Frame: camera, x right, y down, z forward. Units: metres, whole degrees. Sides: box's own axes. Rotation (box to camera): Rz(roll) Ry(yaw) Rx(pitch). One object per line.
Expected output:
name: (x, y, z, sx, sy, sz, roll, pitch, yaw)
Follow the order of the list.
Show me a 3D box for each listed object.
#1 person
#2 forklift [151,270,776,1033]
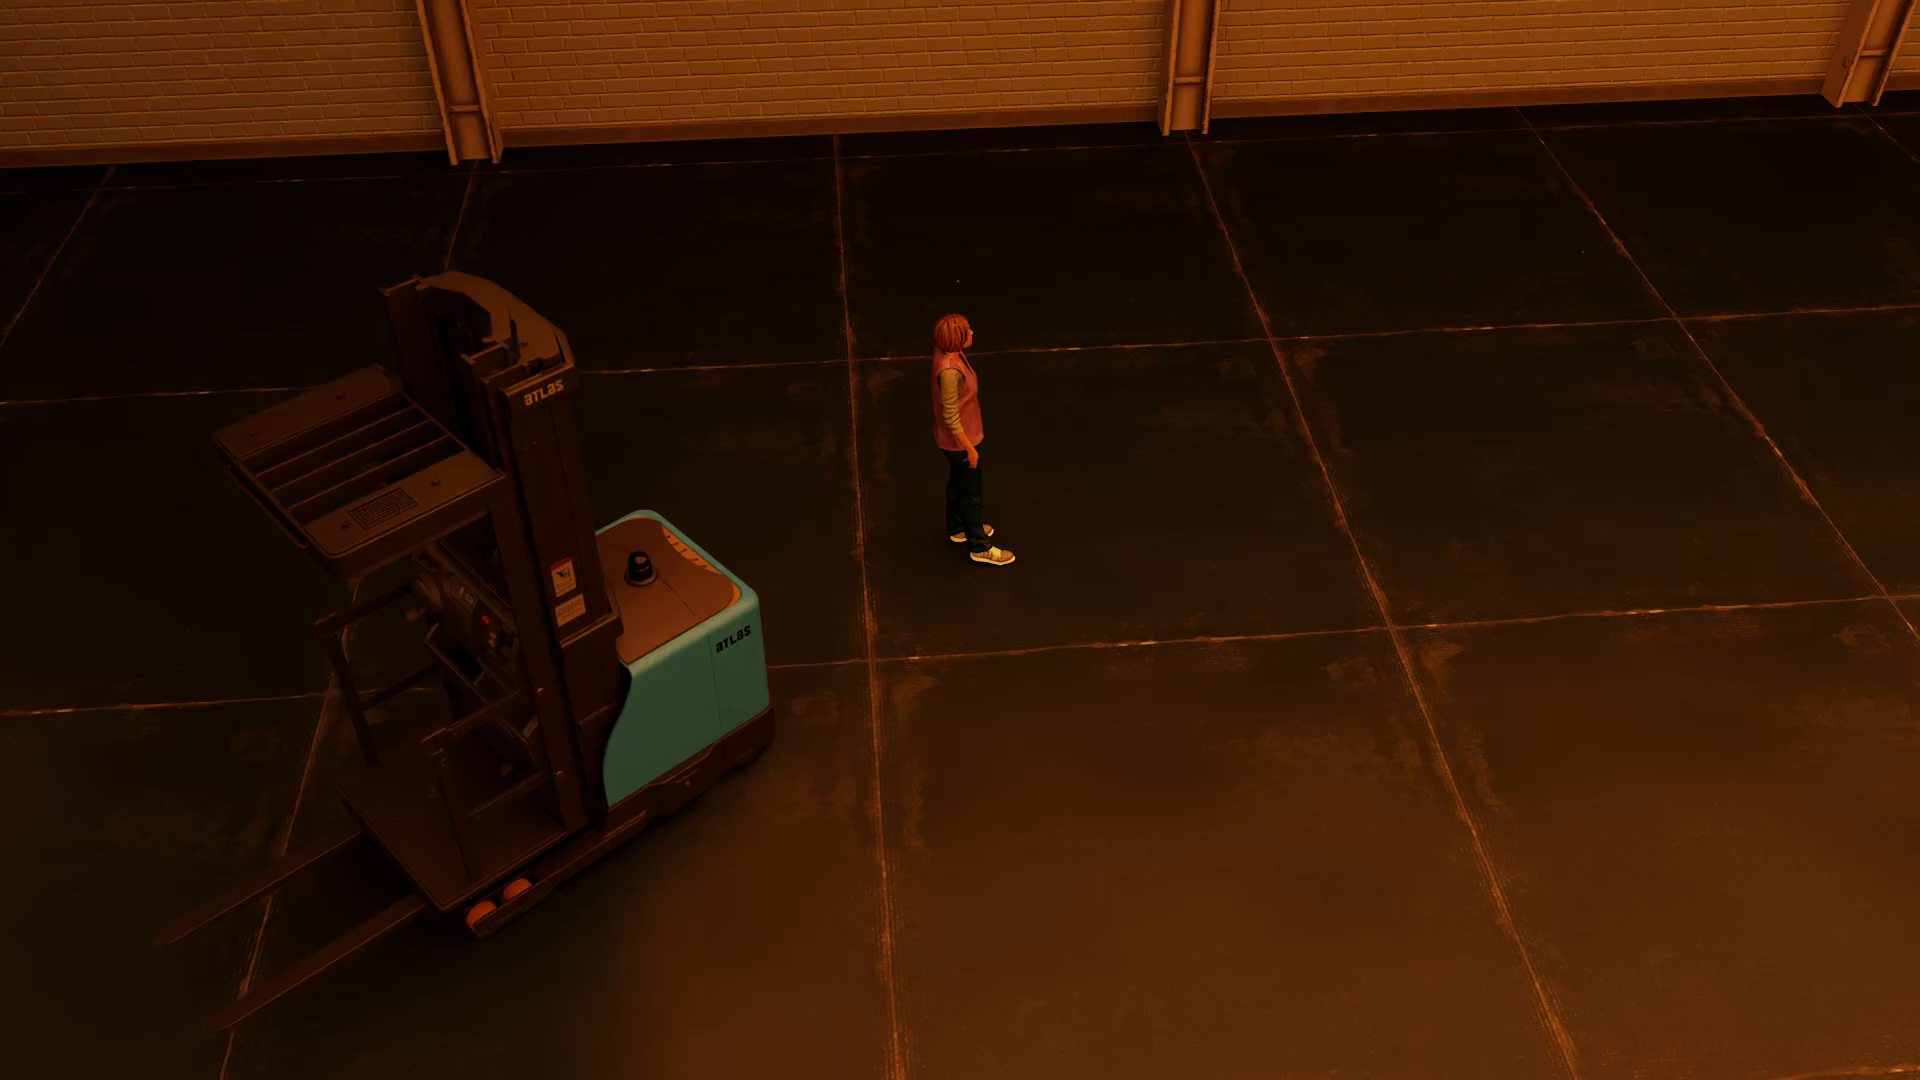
person: (0.074, -0.608, 9.664, 0.475, 1.596, 0.520, -3, 41, -4)
forklift: (-2.406, 0.397, 7.474, 3.031, 2.935, 1.130, -31, 49, -31)
